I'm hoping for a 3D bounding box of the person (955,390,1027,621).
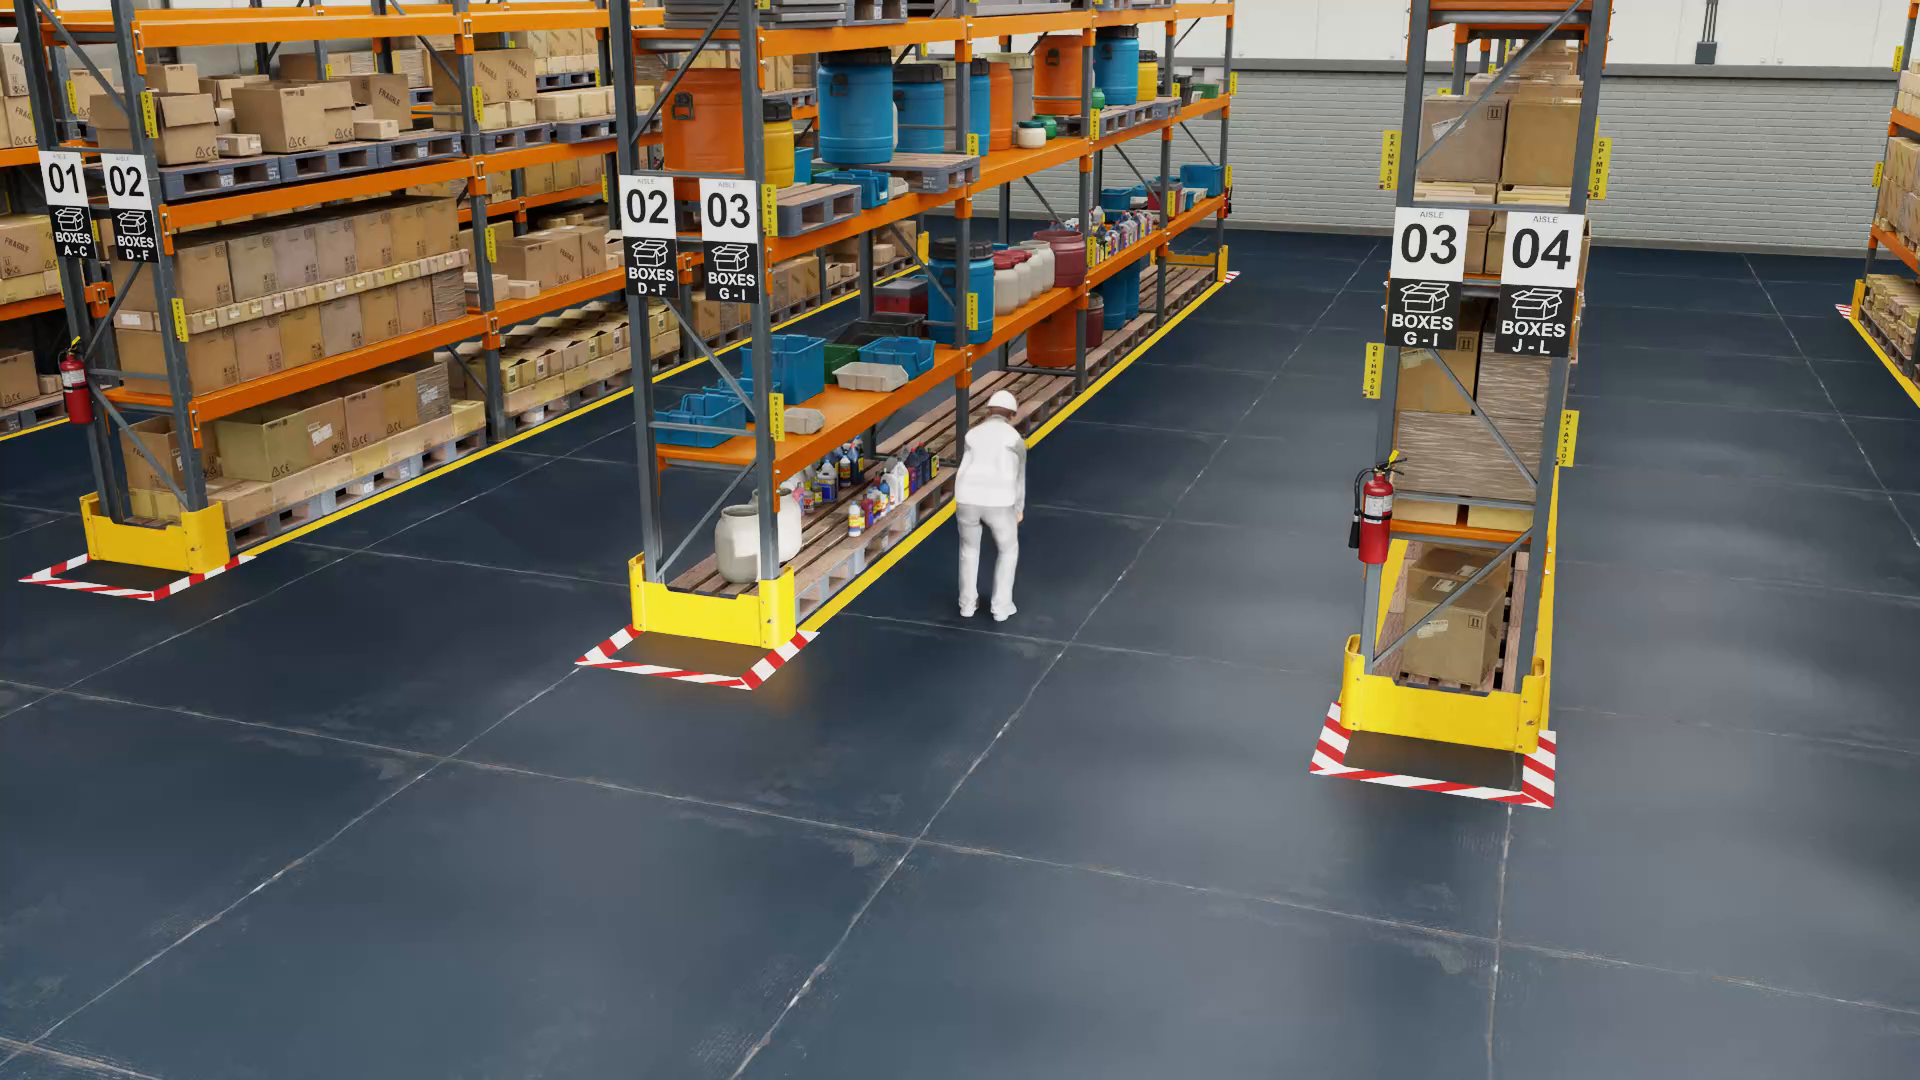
[{"bbox_3d":[0.235,-0.262,12.114,0.473,1.579,0.803,6,19,17],"label":"person"}]
